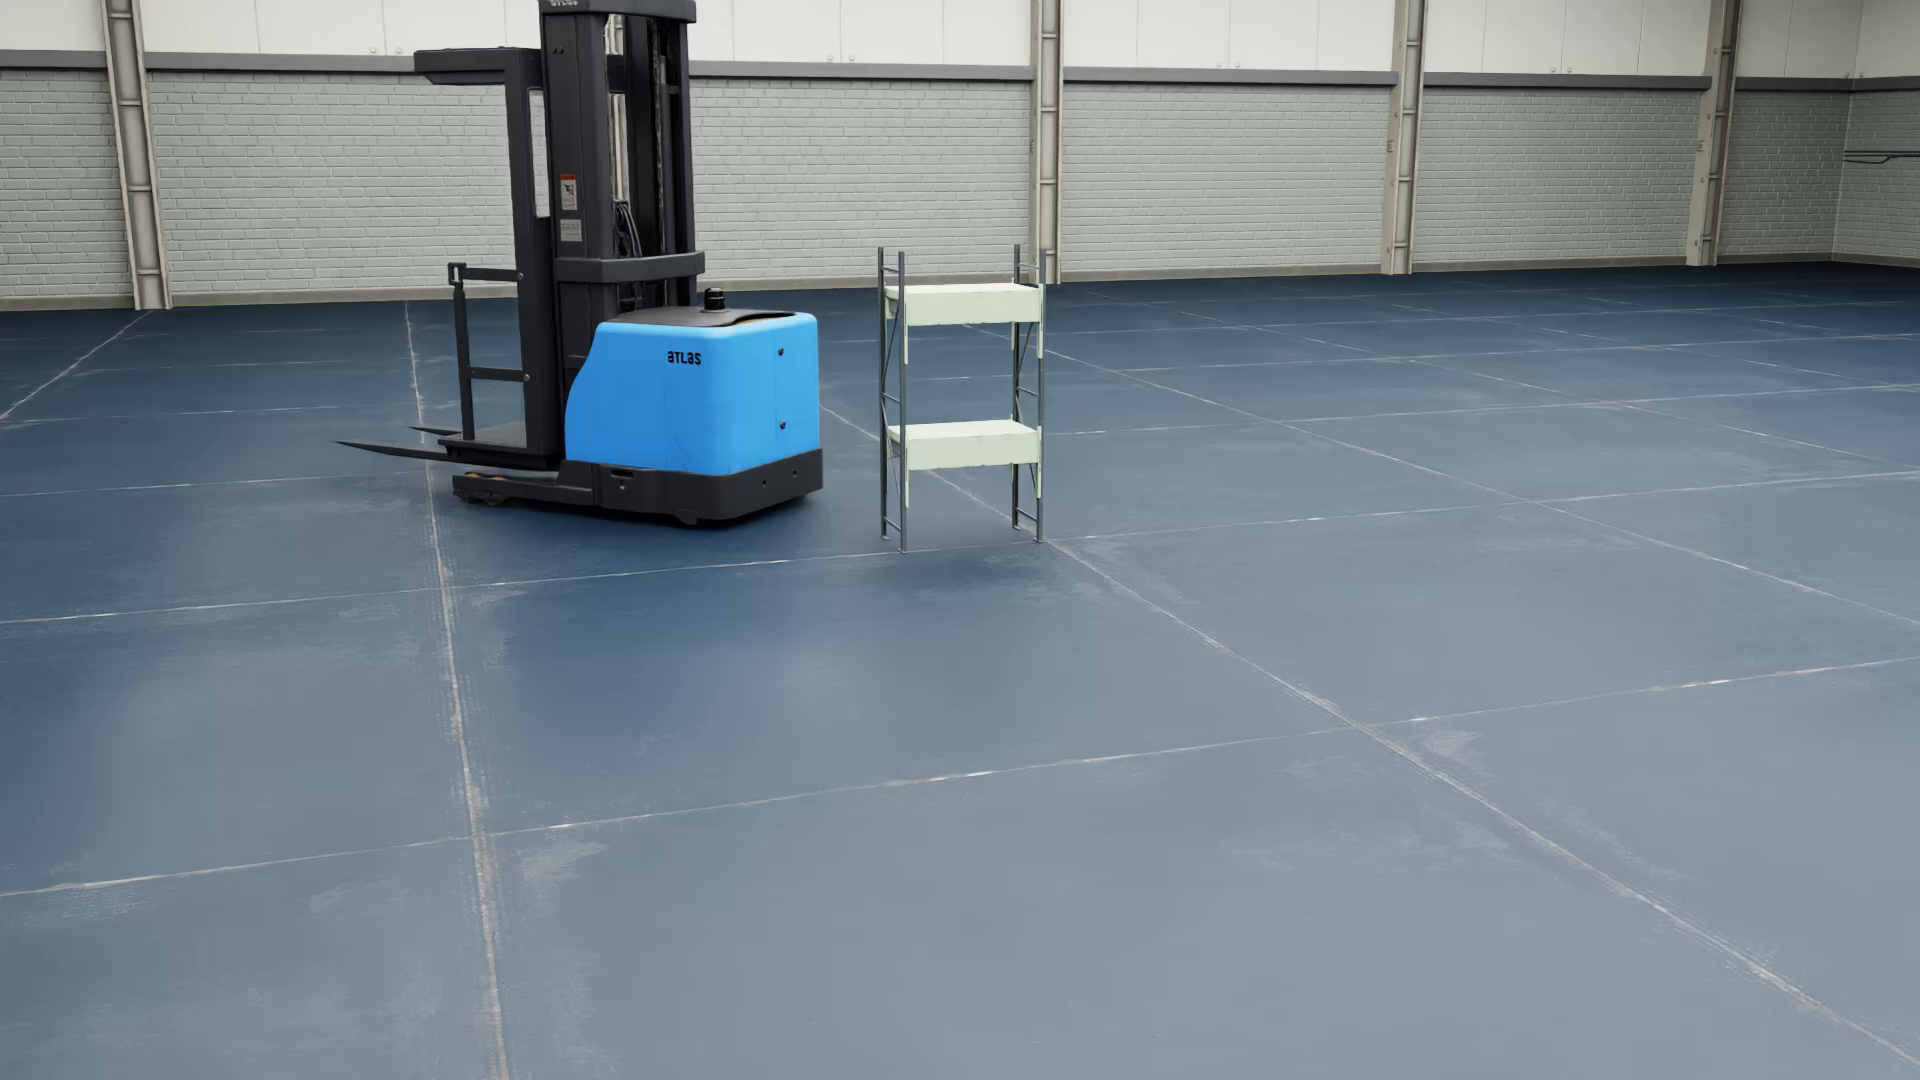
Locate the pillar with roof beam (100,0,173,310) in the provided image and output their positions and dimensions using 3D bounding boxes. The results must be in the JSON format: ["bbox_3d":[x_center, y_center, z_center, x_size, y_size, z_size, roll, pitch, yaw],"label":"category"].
[{"bbox_3d":[-8.753,-6.348,15.883,0.400,9.000,9.100,-4,14,-18],"label":"pillar with roof beam"}]

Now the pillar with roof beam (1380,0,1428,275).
[{"bbox_3d":[8.307,-7.676,21.468,0.400,9.000,9.100,-4,14,-18],"label":"pillar with roof beam"}]

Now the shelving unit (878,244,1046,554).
[{"bbox_3d":[0.006,-0.730,8.471,0.755,1.500,0.431,-4,14,-18],"label":"shelving unit"}]

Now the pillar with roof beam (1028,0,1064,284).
[{"bbox_3d":[2.621,-7.233,19.607,0.400,9.000,9.100,-4,14,-18],"label":"pillar with roof beam"}]

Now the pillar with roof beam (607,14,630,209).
[{"bbox_3d":[-3.066,-6.791,17.745,0.400,9.000,9.100,-4,14,-18],"label":"pillar with roof beam"}]

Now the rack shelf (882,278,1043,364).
[{"bbox_3d":[0.006,-1.110,8.381,0.720,0.370,0.431,-4,14,-18],"label":"rack shelf"}]

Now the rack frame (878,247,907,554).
[{"bbox_3d":[-0.341,-0.703,8.358,0.023,1.500,0.400,-4,14,-18],"label":"rack frame"}]

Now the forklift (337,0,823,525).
[{"bbox_3d":[-2.338,-1.721,9.546,3.031,2.935,1.130,7,15,27],"label":"forklift"}]

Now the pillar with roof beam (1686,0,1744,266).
[{"bbox_3d":[13.994,-8.119,23.330,0.400,9.000,9.100,-4,14,-18],"label":"pillar with roof beam"}]

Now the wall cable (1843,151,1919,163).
[{"bbox_3d":[15.835,-7.480,27.354,0.112,2.526,3.097,-4,14,-18],"label":"wall cable"}]

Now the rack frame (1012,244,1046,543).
[{"bbox_3d":[0.353,-0.757,8.585,0.023,1.500,0.400,-4,14,-18],"label":"rack frame"}]

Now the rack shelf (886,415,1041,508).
[{"bbox_3d":[0.006,-0.413,8.547,0.720,0.370,0.431,-4,14,-18],"label":"rack shelf"}]
